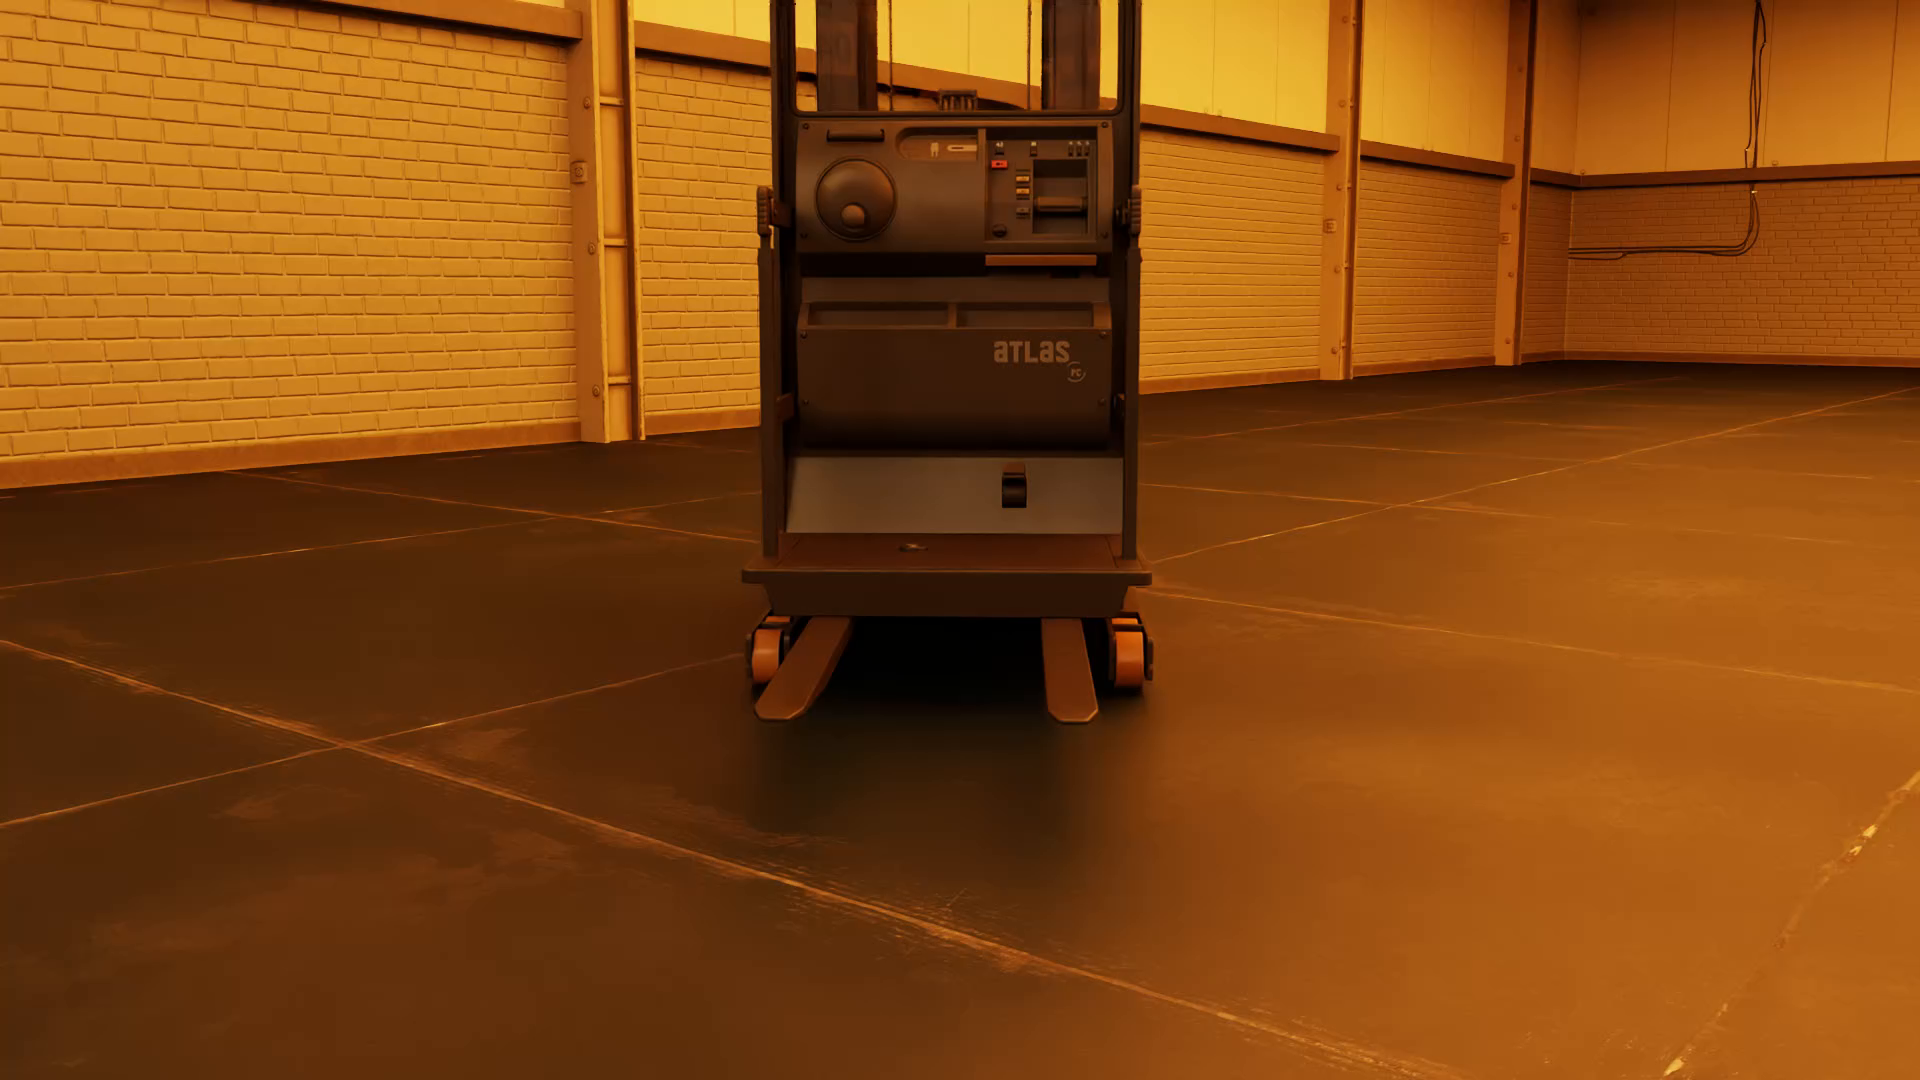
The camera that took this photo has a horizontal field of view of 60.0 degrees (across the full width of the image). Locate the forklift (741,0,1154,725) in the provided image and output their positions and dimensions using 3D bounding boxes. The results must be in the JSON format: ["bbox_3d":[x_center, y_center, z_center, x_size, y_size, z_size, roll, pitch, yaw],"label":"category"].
[{"bbox_3d":[-0.021,-1.084,4.688,1.130,2.935,3.031,0,8,2],"label":"forklift"}]
